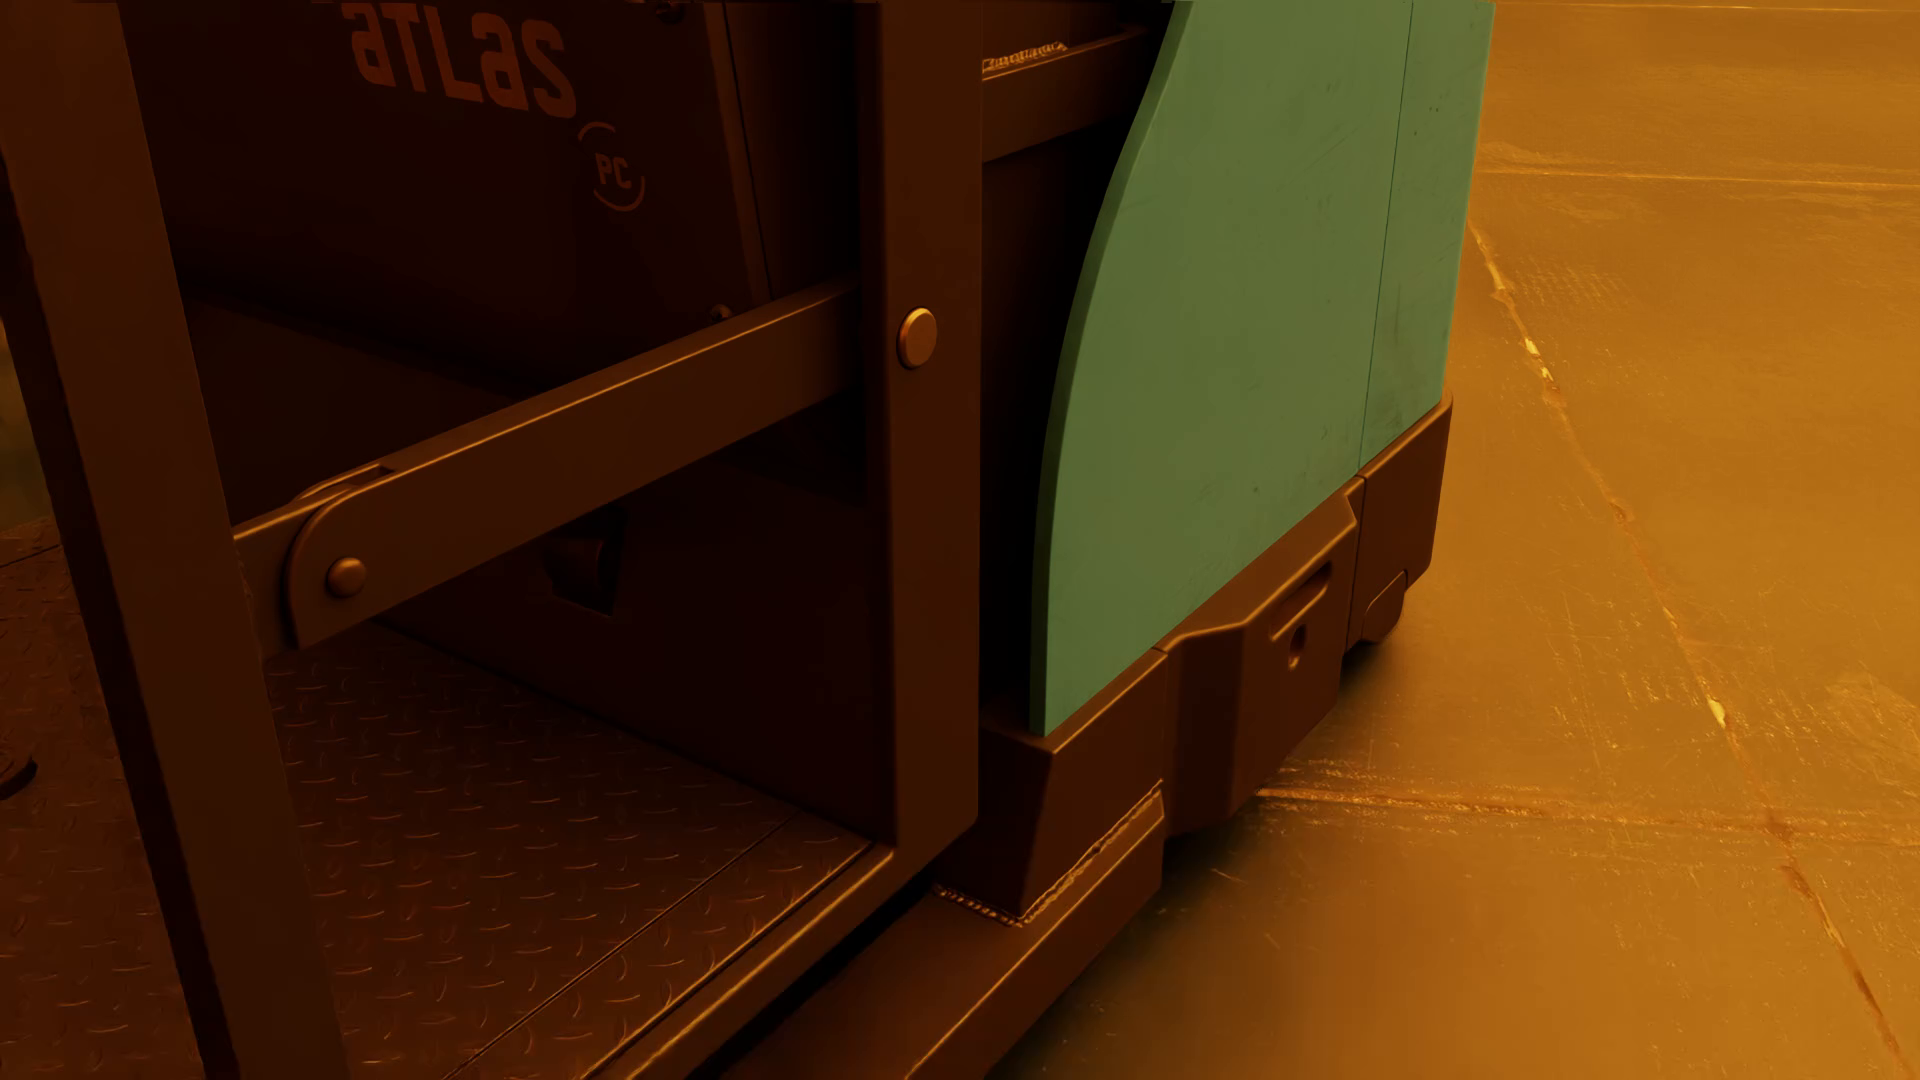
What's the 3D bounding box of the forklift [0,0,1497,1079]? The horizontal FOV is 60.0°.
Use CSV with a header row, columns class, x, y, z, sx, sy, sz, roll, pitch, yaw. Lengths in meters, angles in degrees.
class,x,y,z,sx,sy,sz,roll,pitch,yaw
forklift,-0.605,-0.823,0.867,1.130,2.935,3.031,17,31,31
